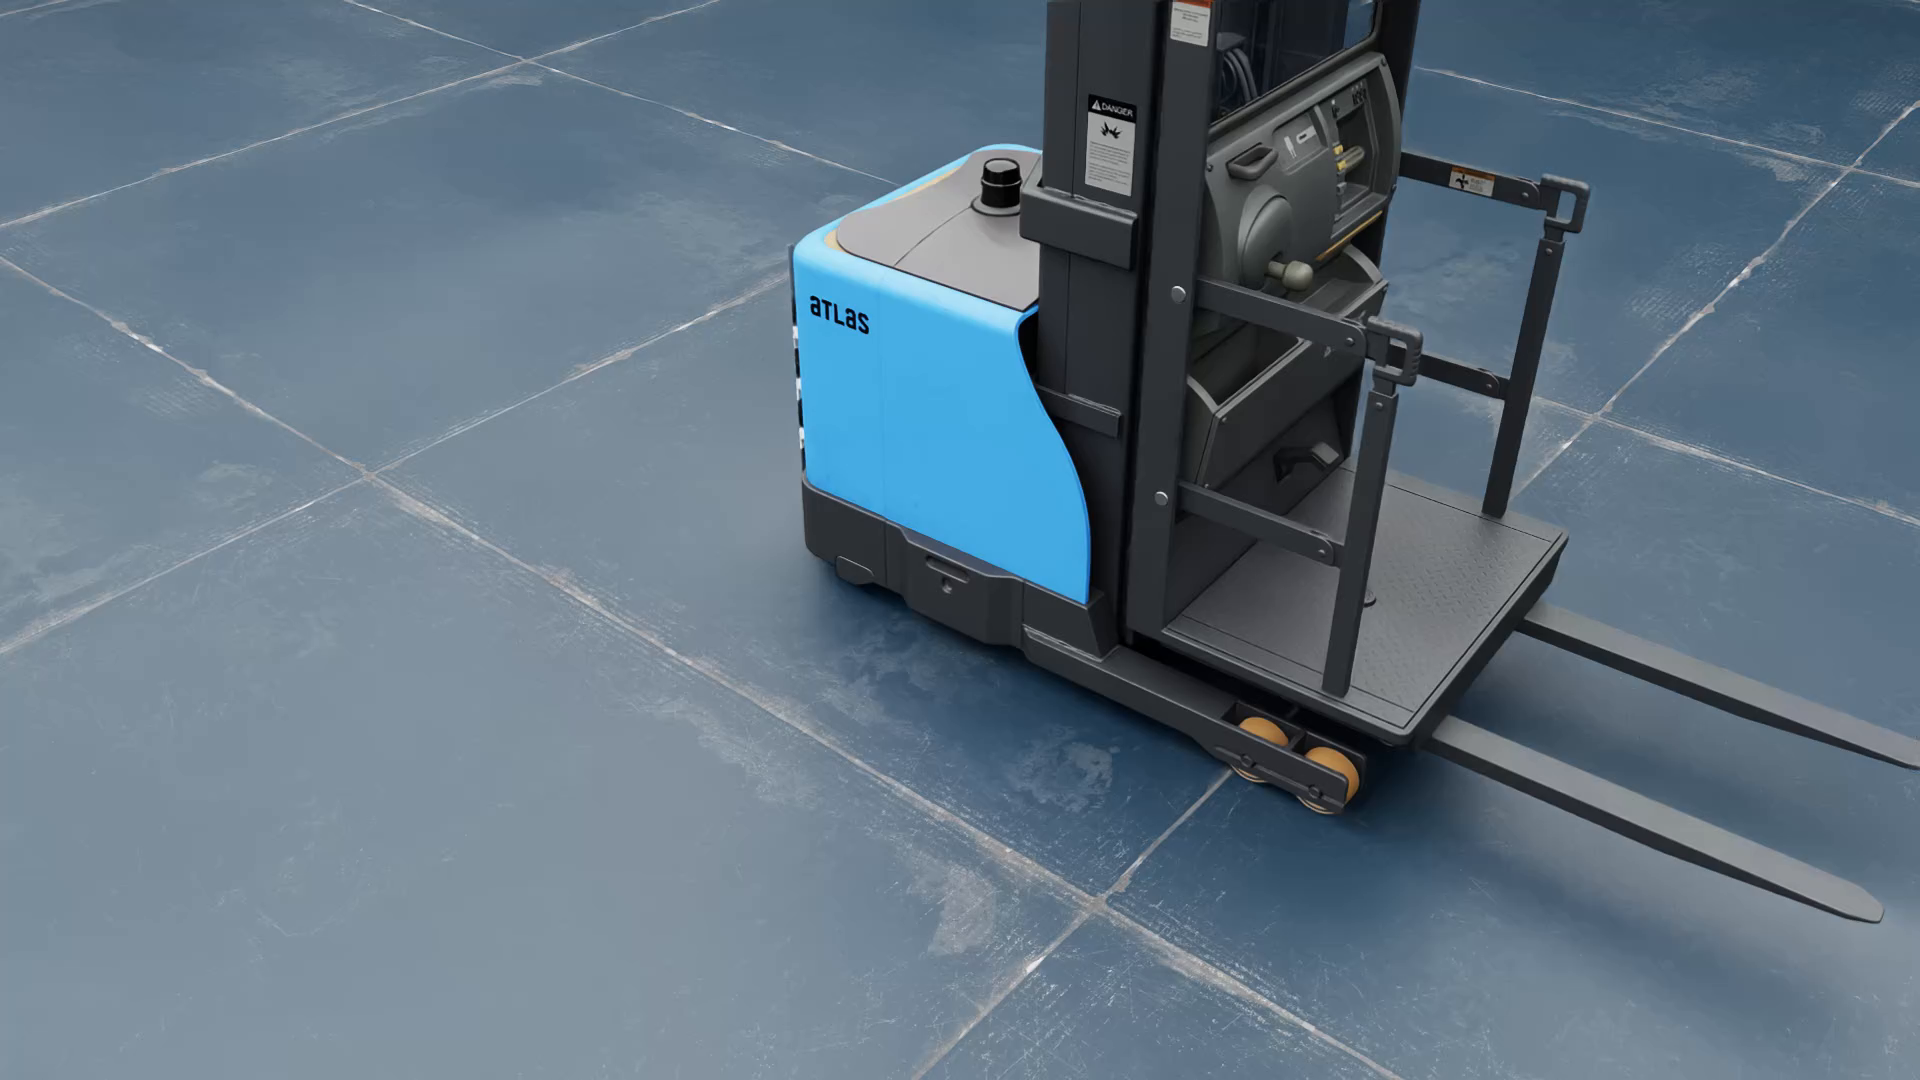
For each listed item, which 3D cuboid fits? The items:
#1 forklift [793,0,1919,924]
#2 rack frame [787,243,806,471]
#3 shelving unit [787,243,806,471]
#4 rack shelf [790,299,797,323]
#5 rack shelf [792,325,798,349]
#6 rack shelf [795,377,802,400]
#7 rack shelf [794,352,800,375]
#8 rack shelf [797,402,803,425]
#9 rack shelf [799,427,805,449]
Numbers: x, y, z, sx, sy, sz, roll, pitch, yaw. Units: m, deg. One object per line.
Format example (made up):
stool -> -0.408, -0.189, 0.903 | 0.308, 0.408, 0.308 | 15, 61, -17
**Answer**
forklift -> 1.005, -0.854, 3.905 | 3.031, 2.935, 1.130 | 23, 41, 30
rack frame -> -0.437, -0.556, 5.265 | 0.006, 0.900, 0.240 | 23, 41, 30
shelving unit -> -0.356, -0.522, 5.215 | 0.210, 0.900, 0.258 | 23, 41, 30
rack shelf -> -0.356, -0.717, 5.081 | 0.200, 0.077, 0.258 | 23, 41, 30
rack shelf -> -0.356, -0.642, 5.131 | 0.200, 0.077, 0.258 | 23, 41, 30
rack shelf -> -0.356, -0.494, 5.233 | 0.200, 0.077, 0.258 | 23, 41, 30
rack shelf -> -0.356, -0.568, 5.182 | 0.200, 0.077, 0.258 | 23, 41, 30
rack shelf -> -0.356, -0.420, 5.284 | 0.200, 0.077, 0.258 | 23, 41, 30
rack shelf -> -0.356, -0.346, 5.335 | 0.200, 0.077, 0.258 | 23, 41, 30
